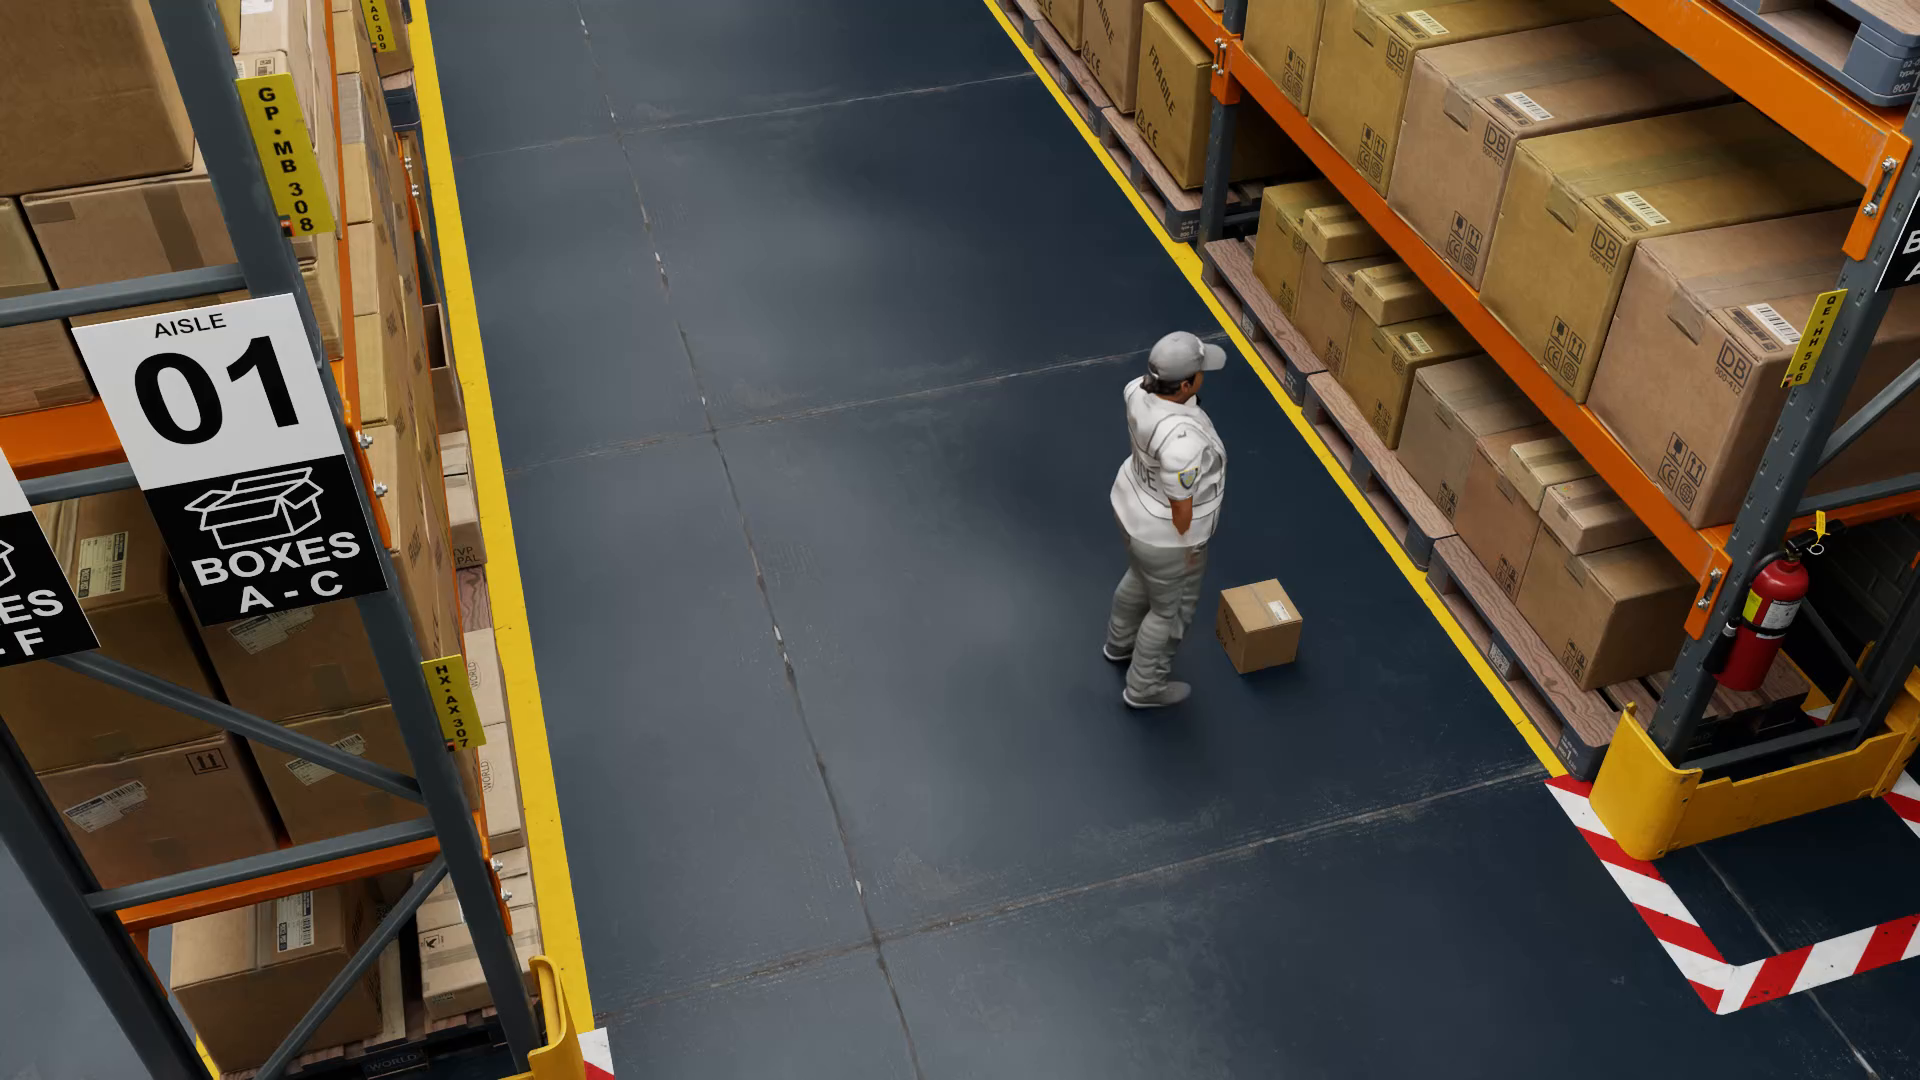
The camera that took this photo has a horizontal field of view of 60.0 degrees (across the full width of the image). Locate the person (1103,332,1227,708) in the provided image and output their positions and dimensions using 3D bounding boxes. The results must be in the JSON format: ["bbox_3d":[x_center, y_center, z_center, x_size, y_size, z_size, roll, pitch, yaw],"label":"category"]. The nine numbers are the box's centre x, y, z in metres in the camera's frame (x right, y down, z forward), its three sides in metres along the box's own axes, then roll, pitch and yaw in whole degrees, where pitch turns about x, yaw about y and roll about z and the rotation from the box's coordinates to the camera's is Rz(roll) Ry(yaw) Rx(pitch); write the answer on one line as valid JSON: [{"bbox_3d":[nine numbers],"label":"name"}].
[{"bbox_3d":[0.773,-0.076,6.263,0.391,1.682,0.467,-11,44,-12],"label":"person"}]
